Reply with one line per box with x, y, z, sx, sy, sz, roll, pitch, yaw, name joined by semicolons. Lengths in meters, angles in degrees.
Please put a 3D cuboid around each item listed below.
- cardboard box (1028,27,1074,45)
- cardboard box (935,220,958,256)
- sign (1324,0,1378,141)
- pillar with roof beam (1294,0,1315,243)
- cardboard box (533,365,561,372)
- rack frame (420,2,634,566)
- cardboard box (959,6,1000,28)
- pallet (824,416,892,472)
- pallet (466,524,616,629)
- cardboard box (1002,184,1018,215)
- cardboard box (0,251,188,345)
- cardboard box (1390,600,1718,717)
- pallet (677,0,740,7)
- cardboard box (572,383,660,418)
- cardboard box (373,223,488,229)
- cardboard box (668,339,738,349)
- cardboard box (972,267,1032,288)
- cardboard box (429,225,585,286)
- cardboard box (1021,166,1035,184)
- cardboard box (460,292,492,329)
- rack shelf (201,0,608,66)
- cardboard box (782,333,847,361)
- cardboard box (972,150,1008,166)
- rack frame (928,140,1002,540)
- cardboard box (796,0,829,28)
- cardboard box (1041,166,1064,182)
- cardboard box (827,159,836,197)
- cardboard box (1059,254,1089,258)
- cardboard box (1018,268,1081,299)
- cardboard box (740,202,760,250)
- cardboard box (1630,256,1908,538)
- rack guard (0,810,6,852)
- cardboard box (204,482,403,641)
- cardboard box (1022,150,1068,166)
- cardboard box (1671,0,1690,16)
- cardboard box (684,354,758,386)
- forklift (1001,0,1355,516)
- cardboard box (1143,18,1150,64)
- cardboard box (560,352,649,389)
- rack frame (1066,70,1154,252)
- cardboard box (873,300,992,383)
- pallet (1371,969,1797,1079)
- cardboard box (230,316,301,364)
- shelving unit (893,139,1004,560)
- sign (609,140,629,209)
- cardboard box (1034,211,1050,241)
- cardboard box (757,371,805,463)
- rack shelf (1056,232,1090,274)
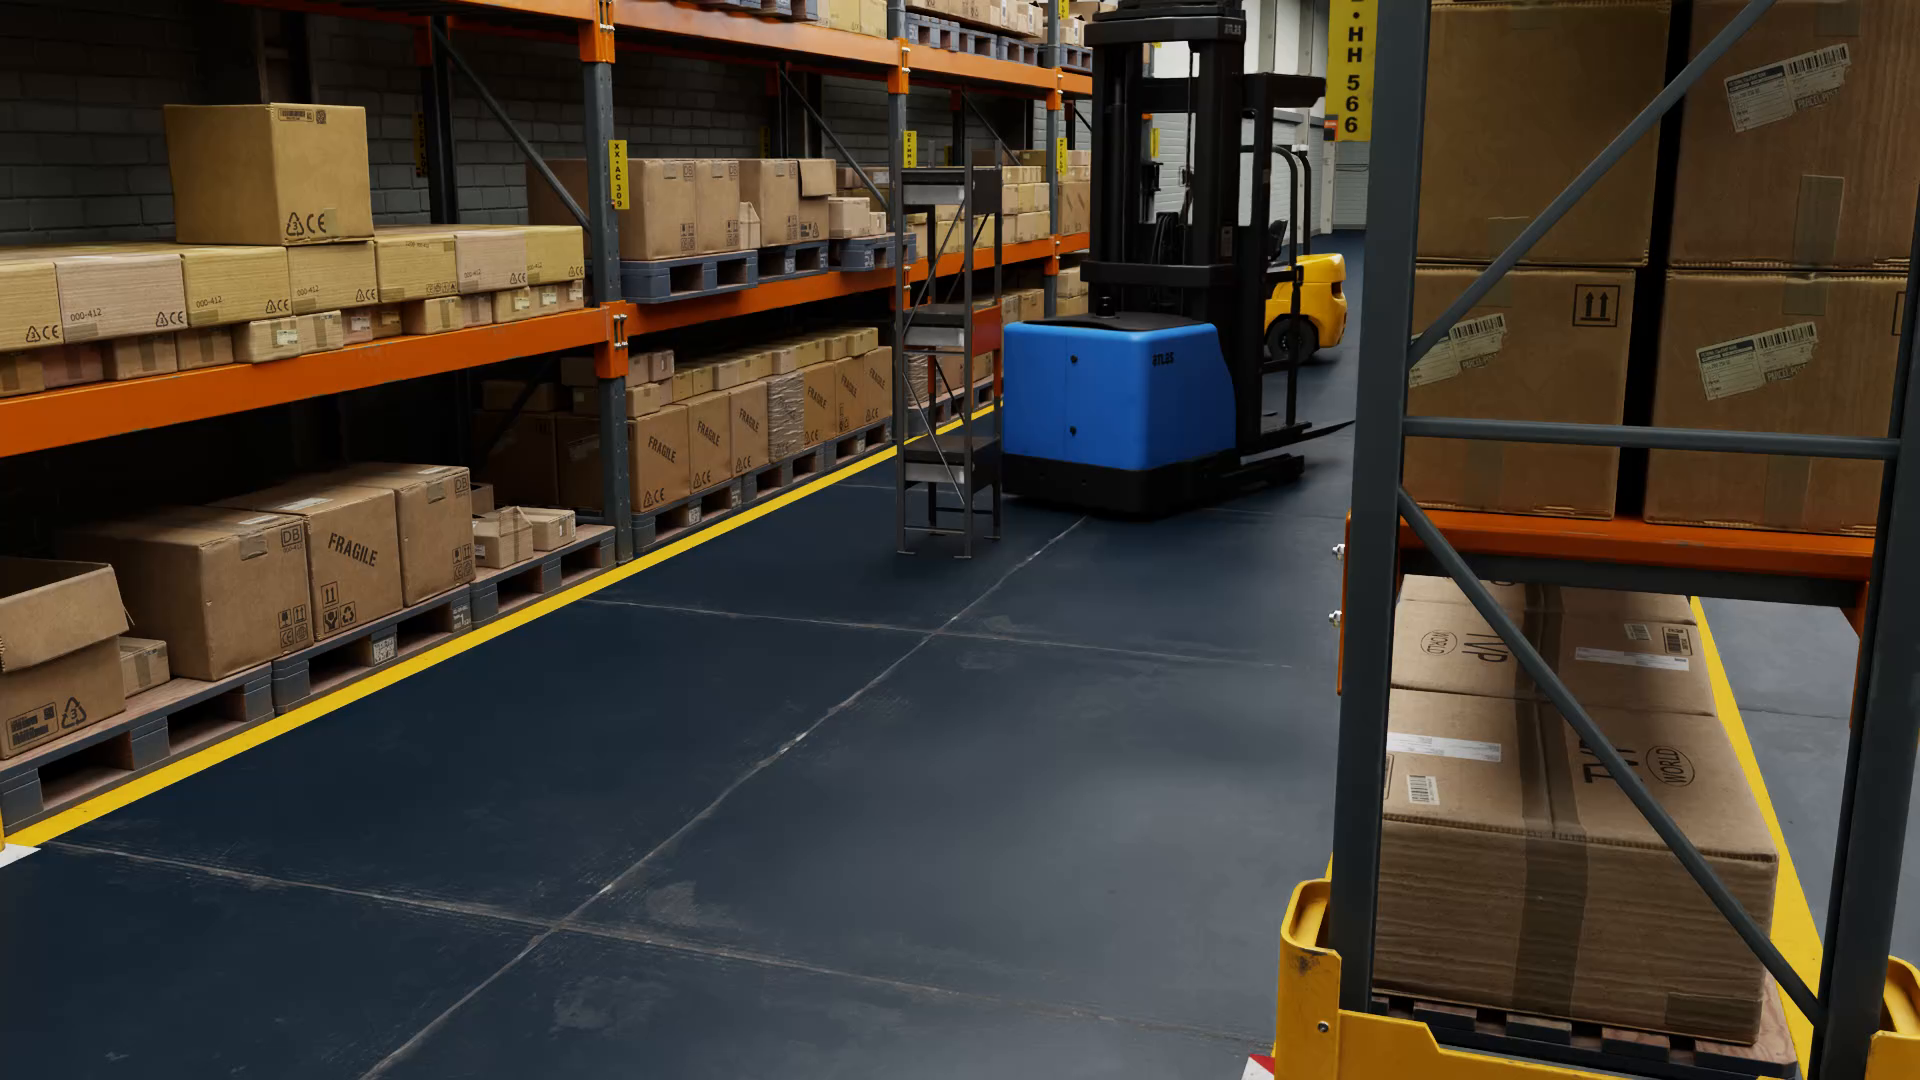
0.855;-4.730;15.624;0.380;0.149;0.250;5;14;20;cardboard box
-0.329;-2.330;12.791;0.500;0.250;0.500;4;13;17;cardboard box
0.729;-0.902;3.066;0.100;0.325;0.005;4;14;18;sign
12.478;-11.492;39.116;9.100;9.000;0.400;4;14;18;pillar with roof beam
-2.169;-0.887;9.351;0.380;0.149;0.250;5;14;19;cardboard box
-2.165;-1.379;8.290;1.000;3.000;0.127;4;14;18;rack frame
0.105;-4.241;13.484;0.380;0.149;0.250;4;14;18;cardboard box
-1.149;-0.707;11.613;1.003;0.211;1.213;4;14;18;pallet
-2.389;0.125;7.967;1.003;0.211;1.213;4;14;18;pallet
0.175;-2.896;14.151;0.500;0.250;0.500;5;14;20;cardboard box
-2.895;-0.791;5.382;0.500;0.250;0.500;5;14;19;cardboard box
1.645;0.524;4.763;0.875;0.438;0.875;5;14;20;cardboard box
-1.888;-2.882;8.556;1.213;0.211;1.003;4;14;18;pallet
-1.798;-0.738;8.696;0.380;0.149;0.250;5;14;21;cardboard box
-2.581;-1.366;7.902;0.500;0.250;0.500;4;14;18;cardboard box
-1.665;-1.215;10.787;0.380;0.149;0.250;4;13;17;cardboard box
0.399;-2.533;16.333;0.500;0.250;0.500;5;14;20;cardboard box
-2.099;-1.326;7.727;0.500;0.250;0.500;5;14;20;cardboard box
0.456;-3.285;14.957;0.380;0.149;0.250;4;13;18;cardboard box
-2.265;-1.005;7.216;0.380;0.149;0.250;5;14;20;cardboard box
-2.813;-2.070;6.191;1.077;0.370;4.000;4;14;18;rack shelf
-0.977;-1.290;11.113;0.380;0.149;0.250;4;13;17;cardboard box
0.240;-3.663;15.943;0.380;0.149;0.250;4;14;19;cardboard box
0.025;-1.040;8.827;0.400;2.100;0.015;4;14;18;rack frame
-1.131;-3.274;10.187;0.500;0.250;0.500;4;14;18;cardboard box
0.775;-3.477;15.797;0.380;0.149;0.250;4;13;18;cardboard box
-1.186;-2.378;11.496;0.500;0.500;0.500;5;14;21;cardboard box
1.224;-3.065;18.662;0.500;0.250;0.500;4;14;18;cardboard box
0.876;-2.495;16.165;0.500;0.250;0.500;4;13;18;cardboard box
-1.353;-1.783;9.419;0.396;0.266;0.258;5;14;21;cardboard box
1.665;-0.310;3.379;0.500;0.500;0.500;4;14;18;cardboard box
-3.435;0.666;4.948;1.175;0.500;0.348;4;14;18;rack guard
-2.593;0.074;6.598;0.500;0.500;0.500;5;14;19;cardboard box
0.807;-3.619;15.754;0.380;0.149;0.250;5;14;20;cardboard box
1.632;-1.148;3.347;0.380;0.149;0.250;5;14;20;cardboard box
-1.434;-1.017;9.920;0.380;0.149;0.250;5;14;20;cardboard box
1.555;-1.837;10.451;1.130;2.935;3.031;10;16;38;forklift
1.805;-5.560;18.472;0.500;0.500;0.500;5;14;20;cardboard box
-1.855;-0.887;8.682;0.380;0.149;0.250;4;13;17;cardboard box
1.717;-3.906;19.360;1.000;3.000;0.127;4;14;18;rack frame
-0.235;-1.679;13.995;0.875;0.625;0.625;4;13;16;cardboard box
1.423;1.005;4.110;1.003;0.211;1.213;4;14;18;pallet
-2.630;-0.732;6.017;0.380;0.149;0.250;4;13;17;cardboard box
-0.054;-0.989;8.602;0.431;2.100;0.503;4;14;18;shelving unit
-1.650;-1.764;8.029;0.100;0.325;0.005;4;14;18;sign
0.507;-2.866;15.139;0.500;0.250;0.500;5;14;20;cardboard box
-1.294;-0.777;10.326;0.500;0.500;0.500;4;13;16;cardboard box
1.070;-3.134;17.595;1.077;0.370;4.000;4;14;18;rack shelf
